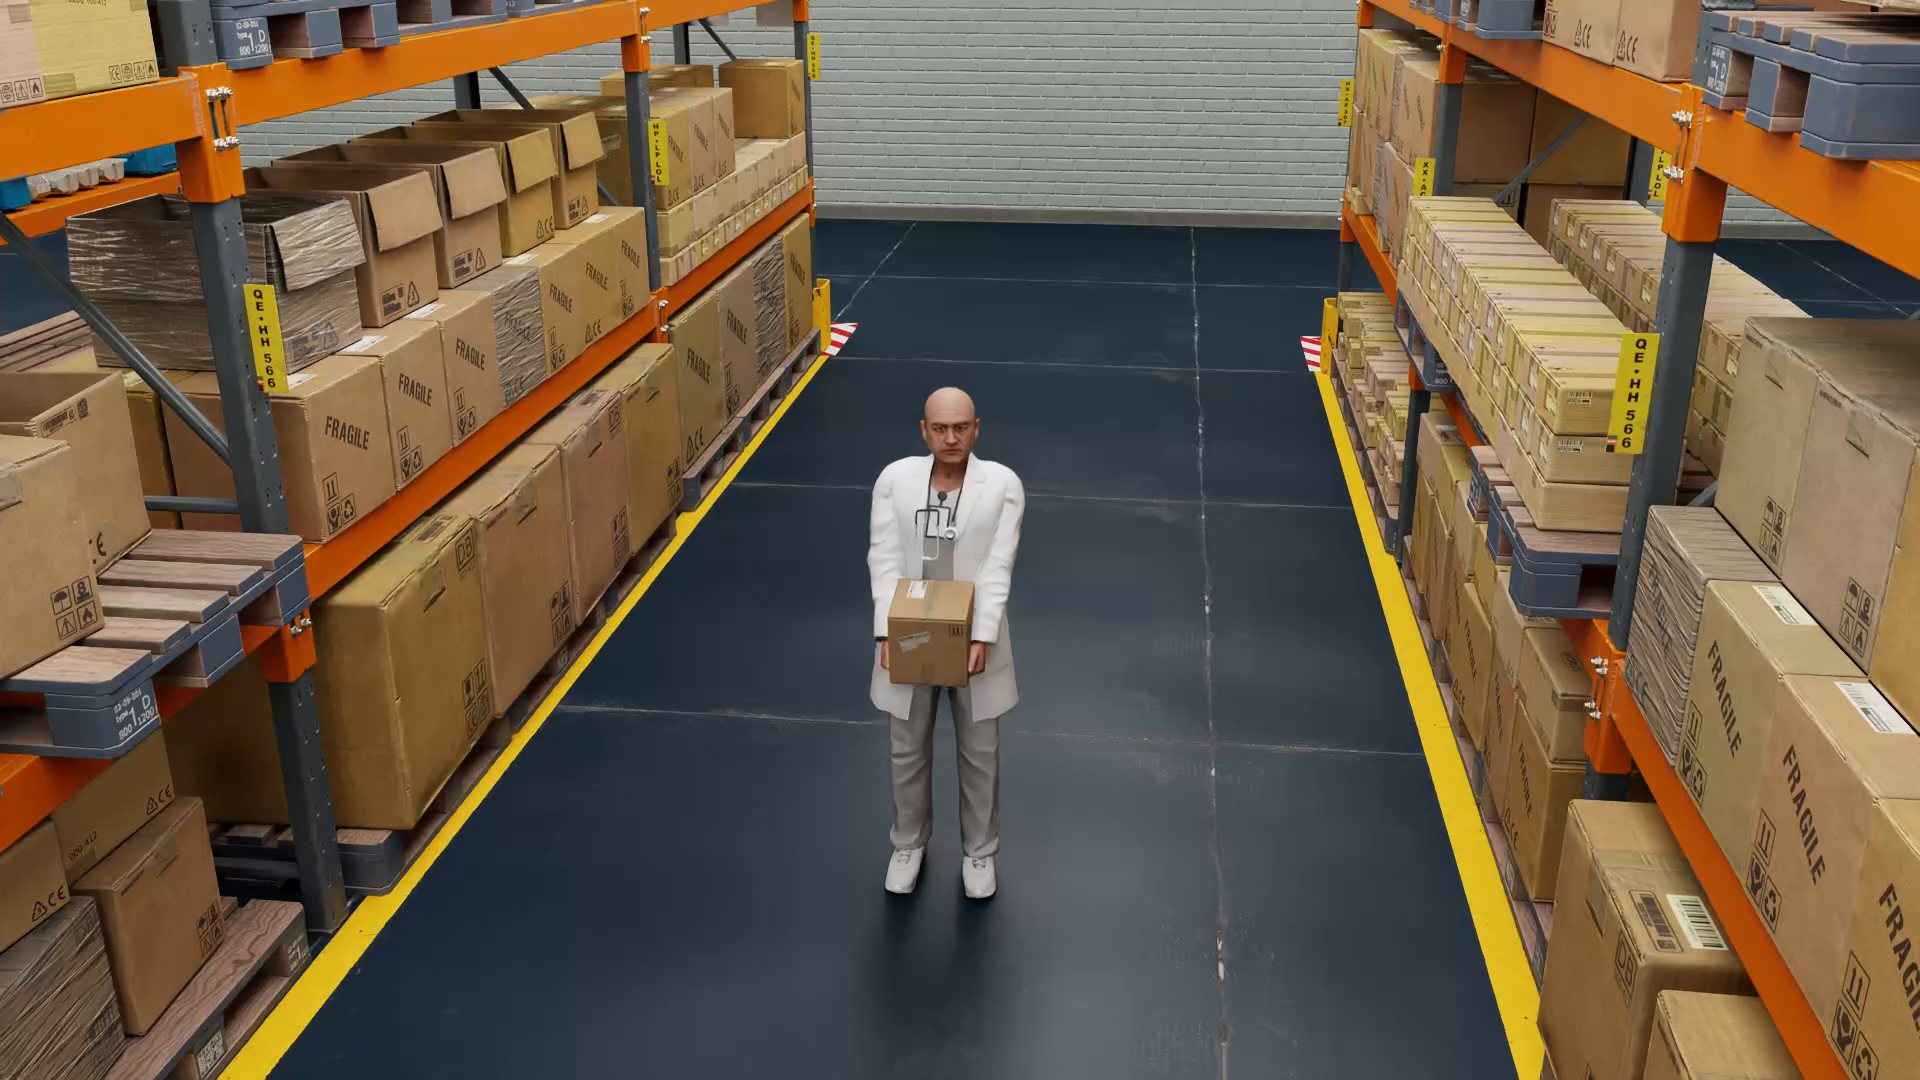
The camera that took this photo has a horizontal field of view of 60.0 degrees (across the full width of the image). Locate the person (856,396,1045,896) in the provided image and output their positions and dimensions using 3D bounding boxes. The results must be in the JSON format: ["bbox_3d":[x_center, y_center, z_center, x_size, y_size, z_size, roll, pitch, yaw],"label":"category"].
[{"bbox_3d":[-0.034,0.357,5.669,0.644,1.772,0.429,1,21,4],"label":"person"}]
